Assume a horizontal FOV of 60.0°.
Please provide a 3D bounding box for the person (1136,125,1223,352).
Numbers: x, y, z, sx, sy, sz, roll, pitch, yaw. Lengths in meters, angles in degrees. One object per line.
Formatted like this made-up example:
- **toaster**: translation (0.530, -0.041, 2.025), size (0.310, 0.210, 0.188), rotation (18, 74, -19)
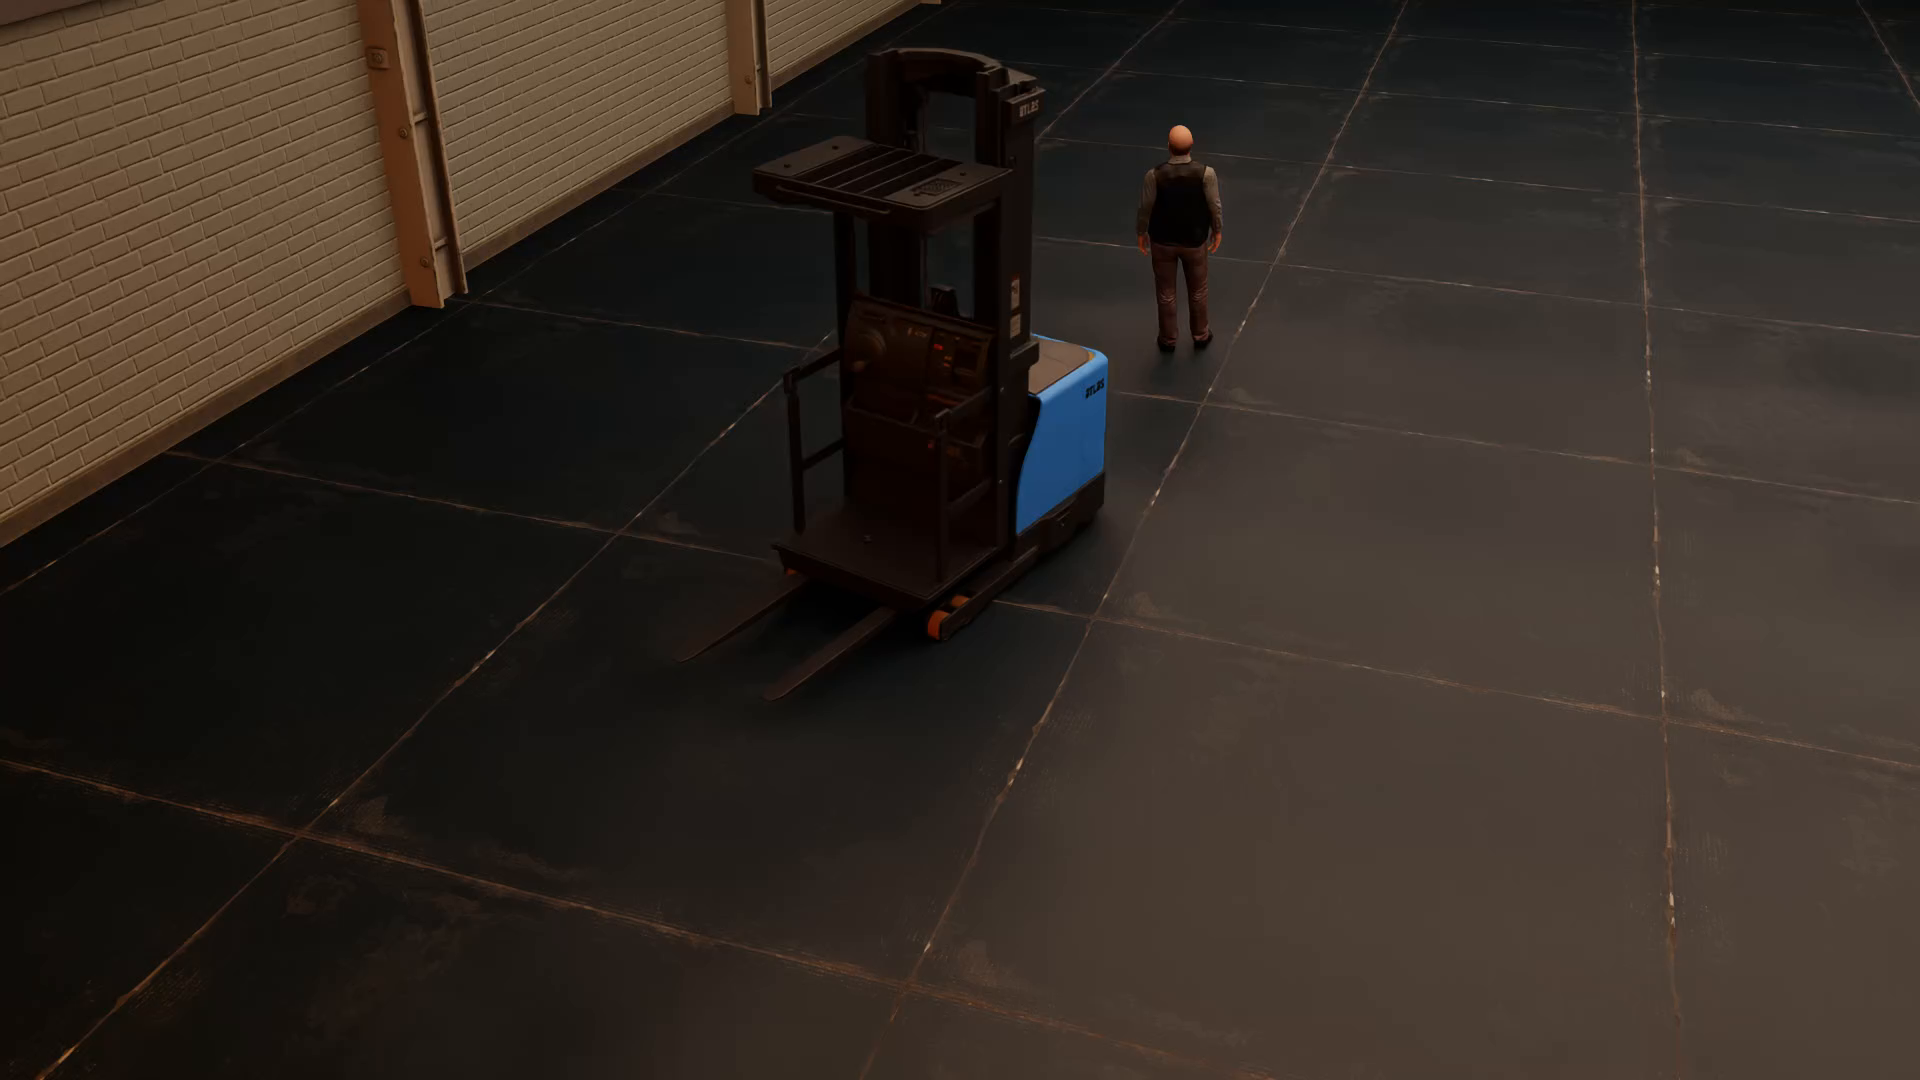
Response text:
- **person**: translation (1.612, -2.227, 12.249), size (0.634, 1.723, 0.566), rotation (3, 30, 6)

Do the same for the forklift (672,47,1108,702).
- **forklift**: translation (-0.355, -0.990, 8.873), size (1.130, 2.935, 3.031), rotation (19, 35, 30)
